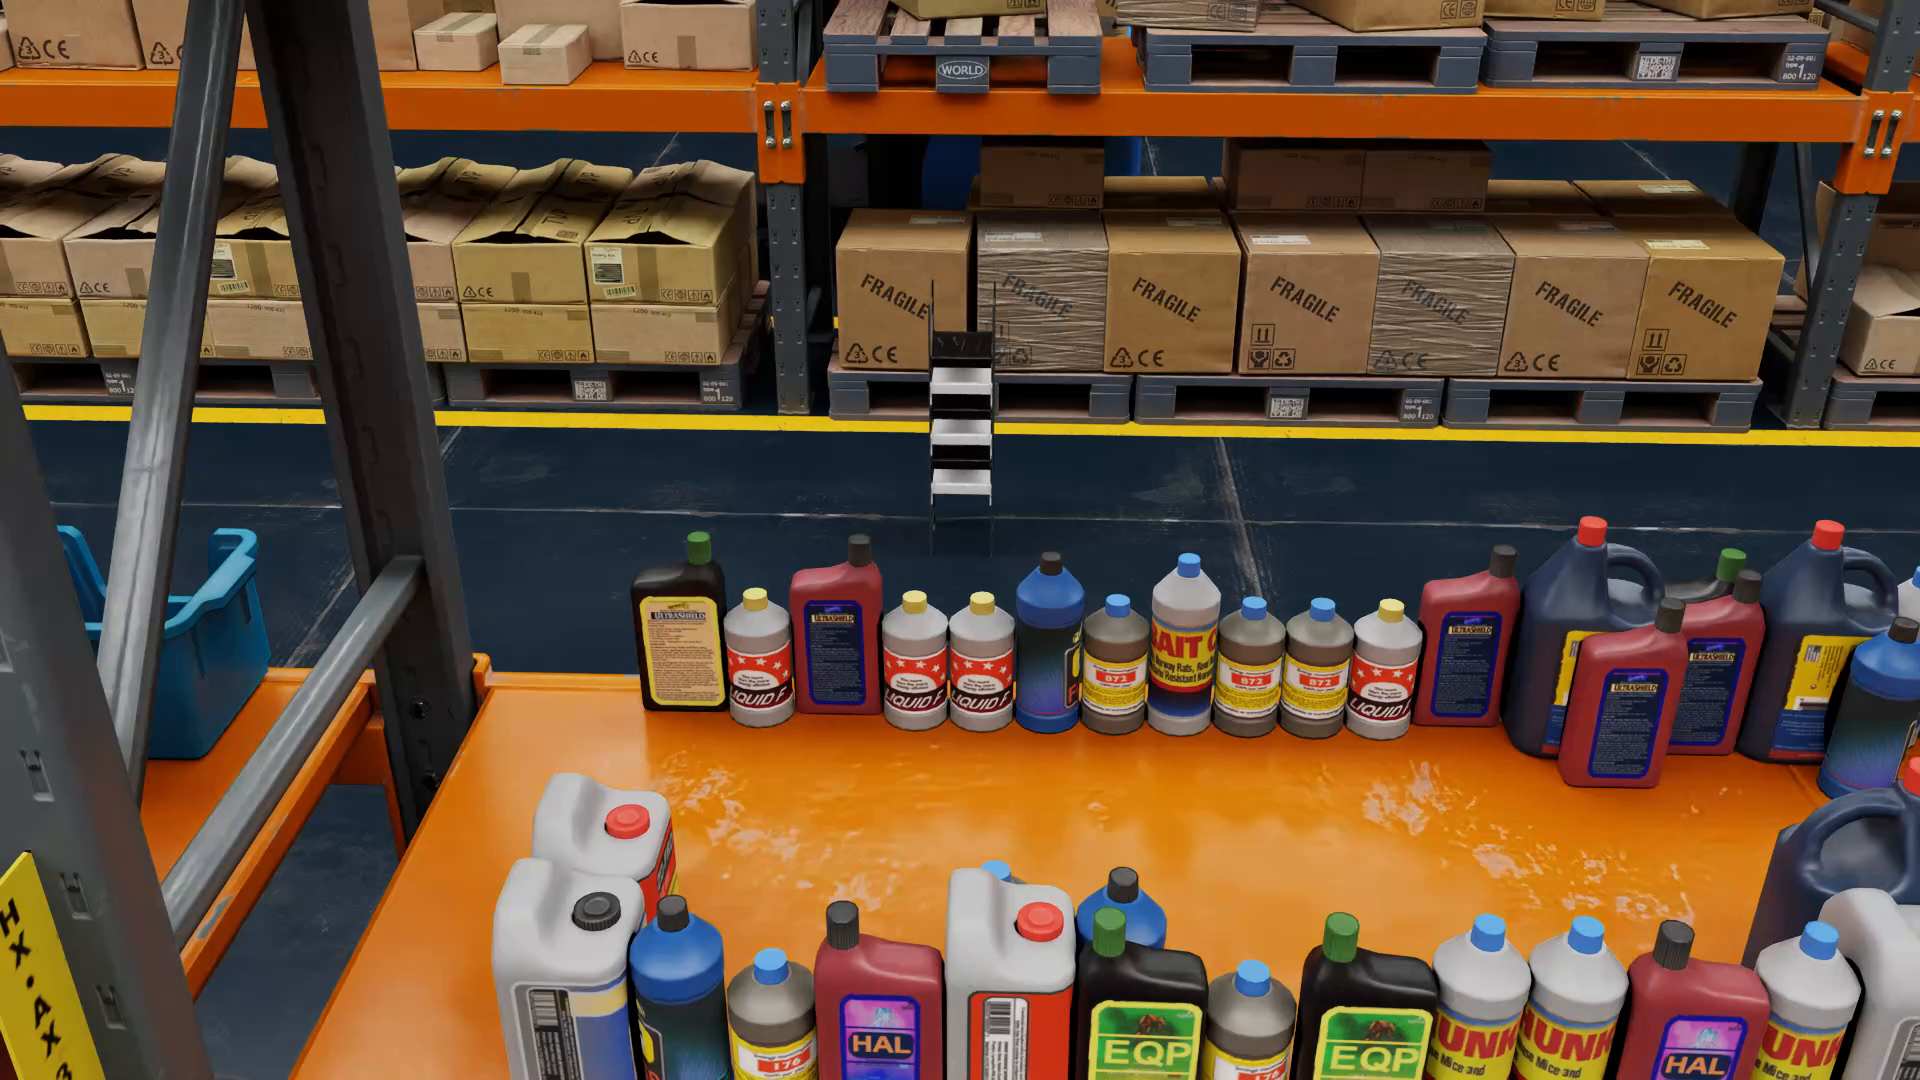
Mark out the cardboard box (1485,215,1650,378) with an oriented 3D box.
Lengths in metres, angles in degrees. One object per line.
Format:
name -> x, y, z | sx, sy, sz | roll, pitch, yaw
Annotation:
cardboard box -> 2.349, -0.967, 6.571 | 0.500, 0.500, 0.500 | 1, 28, 2

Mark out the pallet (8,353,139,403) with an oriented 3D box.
pallet -> -3.911, -0.898, 7.218 | 1.213, 0.211, 1.003 | 1, 28, 2

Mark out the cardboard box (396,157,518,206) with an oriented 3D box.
cardboard box -> -2.199, -1.436, 7.145 | 0.500, 0.311, 0.500 | 0, 28, 0

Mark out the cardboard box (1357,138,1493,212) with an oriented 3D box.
cardboard box -> 1.872, -1.551, 6.872 | 0.500, 0.250, 0.500 | 1, 28, 2

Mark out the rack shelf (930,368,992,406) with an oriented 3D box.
rack shelf -> 0.008, -0.527, 5.470 | 0.200, 0.077, 0.258 | 1, 28, 2

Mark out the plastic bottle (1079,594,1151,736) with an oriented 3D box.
plastic bottle -> 0.227, 0.175, 2.430 | 0.097, 0.201, 0.097 | 0, 28, 0

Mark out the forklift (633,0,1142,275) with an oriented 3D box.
forklift -> -0.614, -2.847, 7.991 | 3.031, 2.935, 1.130 | 1, 28, 3

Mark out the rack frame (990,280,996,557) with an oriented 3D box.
rack frame -> 0.110, -0.396, 5.536 | 0.006, 0.900, 0.240 | 1, 28, 2

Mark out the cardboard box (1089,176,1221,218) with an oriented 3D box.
cardboard box -> 0.809, -1.233, 7.073 | 0.500, 0.500, 0.500 | 0, 28, 0

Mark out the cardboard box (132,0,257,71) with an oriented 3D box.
cardboard box -> -2.855, -2.130, 6.460 | 0.500, 0.500, 0.500 | 1, 28, 2

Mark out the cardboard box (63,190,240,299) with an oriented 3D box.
cardboard box -> -3.227, -1.200, 6.699 | 0.500, 0.311, 0.500 | 0, 28, 0

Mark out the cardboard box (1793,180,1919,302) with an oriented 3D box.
cardboard box -> 3.926, -1.205, 7.019 | 0.500, 0.500, 0.500 | 1, 28, 2

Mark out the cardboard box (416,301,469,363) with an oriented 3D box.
cardboard box -> -2.203, -0.939, 6.807 | 0.500, 0.250, 0.500 | 2, 28, 3

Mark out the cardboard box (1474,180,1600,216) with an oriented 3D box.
cardboard box -> 2.338, -1.207, 7.023 | 0.500, 0.500, 0.500 | 1, 28, 3

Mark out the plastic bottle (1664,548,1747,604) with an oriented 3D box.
plastic bottle -> 1.050, 0.144, 2.401 | 0.133, 0.283, 0.061 | 1, 28, 2

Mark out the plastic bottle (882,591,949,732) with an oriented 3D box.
plastic bottle -> -0.065, 0.170, 2.439 | 0.097, 0.201, 0.097 | 0, 28, 0

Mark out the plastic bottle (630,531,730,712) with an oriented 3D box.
plastic bottle -> -0.410, 0.120, 2.446 | 0.133, 0.283, 0.061 | 1, 28, 2

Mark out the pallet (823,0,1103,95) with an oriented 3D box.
pallet -> 0.029, -1.994, 6.514 | 1.003, 0.211, 1.213 | 1, 28, 2

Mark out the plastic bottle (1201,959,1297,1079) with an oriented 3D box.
plastic bottle -> 0.302, 0.532, 1.756 | 0.097, 0.201, 0.097 | 0, 28, 0

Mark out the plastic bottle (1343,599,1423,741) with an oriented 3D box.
plastic bottle -> 0.616, 0.181, 2.417 | 0.097, 0.201, 0.097 | 0, 28, 0

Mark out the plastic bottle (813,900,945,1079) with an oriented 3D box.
plastic bottle -> -0.082, 0.498, 1.733 | 0.133, 0.283, 0.061 | 1, 28, 2

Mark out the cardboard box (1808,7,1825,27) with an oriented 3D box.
cardboard box -> 5.276, -3.311, 11.015 | 0.500, 0.500, 0.700 | 2, 28, 3

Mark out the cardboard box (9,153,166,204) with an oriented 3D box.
cardboard box -> -3.714, -1.464, 7.197 | 0.500, 0.311, 0.500 | 2, 28, 3

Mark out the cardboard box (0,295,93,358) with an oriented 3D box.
cardboard box -> -3.744, -0.963, 6.851 | 0.500, 0.250, 0.500 | 2, 28, 3

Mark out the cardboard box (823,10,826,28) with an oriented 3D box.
cardboard box -> -1.202, -3.454, 11.262 | 0.500, 0.500, 0.700 | 1, 28, 3

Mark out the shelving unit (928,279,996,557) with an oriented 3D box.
shelving unit -> 0.008, -0.397, 5.539 | 0.210, 0.900, 0.258 | 1, 28, 2

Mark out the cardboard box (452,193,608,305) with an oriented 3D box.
cardboard box -> -1.703, -1.175, 6.652 | 0.500, 0.311, 0.500 | 1, 28, 1

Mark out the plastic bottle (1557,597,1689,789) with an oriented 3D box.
plastic bottle -> 0.911, 0.209, 2.278 | 0.133, 0.283, 0.061 | 1, 28, 2

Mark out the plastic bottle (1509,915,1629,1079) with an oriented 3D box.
plastic bottle -> 0.630, 0.506, 1.730 | 0.097, 0.271, 0.097 | 0, 28, 0

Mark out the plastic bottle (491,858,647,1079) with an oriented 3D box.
plastic bottle -> -0.409, 0.474, 1.785 | 0.135, 0.276, 0.152 | 1, 28, 2

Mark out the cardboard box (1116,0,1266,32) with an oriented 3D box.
cardboard box -> 0.889, -2.225, 6.190 | 0.500, 0.500, 0.700 | 6, 29, 11

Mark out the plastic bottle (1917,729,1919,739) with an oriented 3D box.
plastic bottle -> 1.446, 0.164, 2.375 | 0.097, 0.271, 0.097 | 0, 28, 0

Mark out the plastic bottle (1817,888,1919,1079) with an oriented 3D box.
plastic bottle -> 0.977, 0.497, 1.742 | 0.135, 0.276, 0.152 | 1, 28, 2

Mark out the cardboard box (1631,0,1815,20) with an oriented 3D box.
cardboard box -> 2.881, -2.334, 6.394 | 0.500, 0.500, 0.700 | -8, 29, -15

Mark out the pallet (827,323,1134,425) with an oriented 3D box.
pallet -> 0.094, -0.795, 7.025 | 1.213, 0.211, 1.003 | 1, 28, 2

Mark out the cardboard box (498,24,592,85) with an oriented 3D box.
cardboard box -> -1.560, -1.832, 6.272 | 0.250, 0.149, 0.380 | 1, 28, 2

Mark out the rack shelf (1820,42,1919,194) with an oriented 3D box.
rack shelf -> 5.345, -1.640, 6.410 | 4.000, 0.370, 1.077 | 1, 28, 2

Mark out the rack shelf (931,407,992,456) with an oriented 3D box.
rack shelf -> 0.008, -0.368, 5.555 | 0.200, 0.077, 0.258 | 1, 28, 2

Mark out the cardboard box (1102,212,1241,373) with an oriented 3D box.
cardboard box -> 0.818, -0.989, 6.613 | 0.500, 0.500, 0.500 | 1, 28, 1

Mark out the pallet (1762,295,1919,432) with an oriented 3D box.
pallet -> 4.033, -0.747, 6.935 | 1.213, 0.211, 1.003 | 1, 28, 2

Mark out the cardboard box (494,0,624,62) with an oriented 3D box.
cardboard box -> -1.538, -2.124, 6.648 | 0.500, 0.311, 0.500 | 1, 28, 1

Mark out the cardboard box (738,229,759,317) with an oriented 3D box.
cardboard box -> -1.164, -1.174, 7.250 | 0.500, 0.250, 0.500 | 1, 28, 2

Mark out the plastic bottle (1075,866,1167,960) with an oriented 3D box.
plastic bottle -> 0.171, 0.470, 1.798 | 0.097, 0.271, 0.097 | 0, 28, 0

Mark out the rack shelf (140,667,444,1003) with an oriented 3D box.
rack shelf -> -2.829, 0.546, 2.286 | 4.000, 0.370, 1.077 | 1, 28, 2
